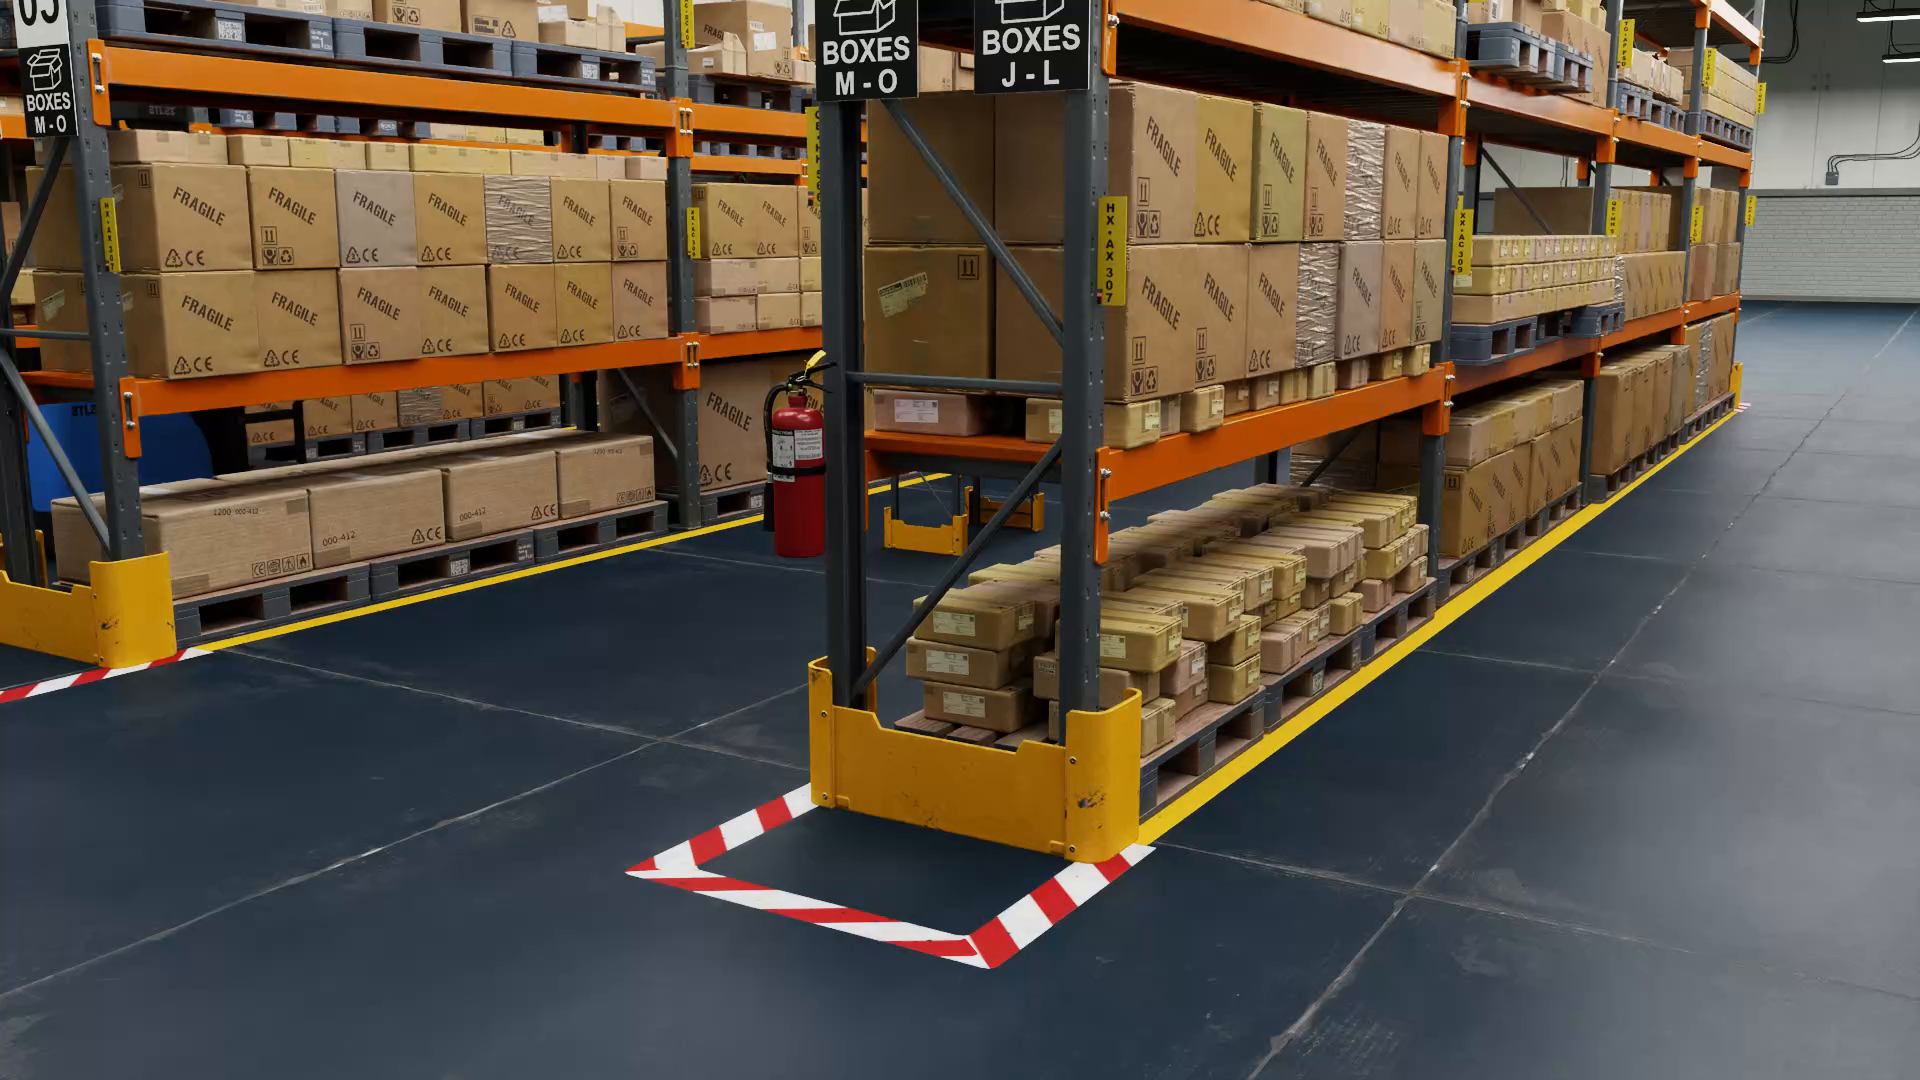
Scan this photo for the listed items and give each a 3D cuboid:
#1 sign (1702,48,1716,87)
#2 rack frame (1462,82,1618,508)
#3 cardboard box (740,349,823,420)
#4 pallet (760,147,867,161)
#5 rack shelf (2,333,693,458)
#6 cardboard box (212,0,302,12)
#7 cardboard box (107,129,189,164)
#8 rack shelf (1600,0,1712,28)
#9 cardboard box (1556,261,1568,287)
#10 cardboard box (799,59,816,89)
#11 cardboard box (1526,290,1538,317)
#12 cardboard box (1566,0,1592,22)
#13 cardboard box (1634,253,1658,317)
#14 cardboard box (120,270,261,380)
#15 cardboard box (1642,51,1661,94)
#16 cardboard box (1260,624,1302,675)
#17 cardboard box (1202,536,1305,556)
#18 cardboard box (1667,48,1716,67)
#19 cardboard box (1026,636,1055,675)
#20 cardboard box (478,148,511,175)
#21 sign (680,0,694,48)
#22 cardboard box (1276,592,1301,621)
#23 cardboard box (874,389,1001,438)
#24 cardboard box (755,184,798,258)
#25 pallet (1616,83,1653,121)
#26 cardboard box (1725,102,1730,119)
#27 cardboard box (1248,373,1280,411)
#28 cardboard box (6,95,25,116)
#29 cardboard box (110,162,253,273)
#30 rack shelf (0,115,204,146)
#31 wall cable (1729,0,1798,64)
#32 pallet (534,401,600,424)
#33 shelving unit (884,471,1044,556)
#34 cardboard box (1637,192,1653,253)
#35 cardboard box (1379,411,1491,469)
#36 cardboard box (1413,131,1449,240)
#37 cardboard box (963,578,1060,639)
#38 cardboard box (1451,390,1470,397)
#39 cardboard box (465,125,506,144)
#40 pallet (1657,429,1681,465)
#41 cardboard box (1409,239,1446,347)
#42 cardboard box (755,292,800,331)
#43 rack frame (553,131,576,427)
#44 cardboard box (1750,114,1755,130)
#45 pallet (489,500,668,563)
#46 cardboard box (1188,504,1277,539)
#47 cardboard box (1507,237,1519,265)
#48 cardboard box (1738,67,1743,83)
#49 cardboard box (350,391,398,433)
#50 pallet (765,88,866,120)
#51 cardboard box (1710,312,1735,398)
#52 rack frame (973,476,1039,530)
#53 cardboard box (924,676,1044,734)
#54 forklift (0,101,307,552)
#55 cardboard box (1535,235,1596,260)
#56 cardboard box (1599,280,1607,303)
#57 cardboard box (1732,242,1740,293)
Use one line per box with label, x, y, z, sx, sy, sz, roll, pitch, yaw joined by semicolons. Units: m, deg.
sign;6.693;-4.223;14.864;0.100;0.325;0.005;6;12;31
rack frame;4.147;-1.761;12.125;1.000;3.000;0.127;6;12;31
cardboard box;-1.497;-0.999;12.687;0.875;0.875;0.875;7;13;32
pallet;-1.883;-4.888;20.918;1.003;0.211;1.213;6;12;31
rack shelf;-3.251;-0.921;9.592;1.077;0.370;4.000;6;12;31
cardboard box;-3.528;-2.716;8.341;0.380;0.149;0.250;7;13;33
cardboard box;-3.868;-1.849;7.841;0.380;0.149;0.250;7;13;32
rack shelf;5.186;-4.474;13.356;1.077;0.370;4.000;6;12;31
cardboard box;3.478;-1.625;10.133;0.380;0.149;0.250;6;12;30
cardboard box;-0.965;-3.458;12.260;0.396;0.266;0.258;8;13;35
cardboard box;3.072;-1.356;9.499;0.380;0.149;0.250;7;12;31
cardboard box;3.906;-3.490;10.858;0.396;0.266;0.258;6;12;31
cardboard box;5.395;-2.093;13.624;0.500;0.500;0.500;6;12;30
cardboard box;-3.795;-1.057;8.093;0.500;0.500;0.500;6;12;30
cardboard box;5.238;-3.700;13.157;0.500;0.311;0.500;6;12;30
cardboard box;1.210;0.441;6.965;0.380;0.149;0.250;6;12;28
cardboard box;1.271;0.092;7.216;0.380;0.149;0.250;6;12;31
cardboard box;6.704;-4.413;15.243;0.380;0.149;0.250;7;12;31
cardboard box;0.206;0.399;6.382;0.380;0.149;0.250;6;12;29
cardboard box;-2.818;-2.175;9.582;0.380;0.149;0.250;6;12;29
sign;-1.737;-3.304;10.593;0.100;0.325;0.005;6;12;31
cardboard box;1.264;0.234;7.264;0.380;0.149;0.250;7;13;33
cardboard box;-0.078;-0.458;5.845;0.380;0.149;0.250;6;12;31
cardboard box;-1.498;-2.254;11.769;0.500;0.500;0.500;6;12;30
pallet;4.436;-3.249;12.434;1.213;0.211;1.003;7;13;33
cardboard box;7.363;-4.222;16.387;0.380;0.149;0.250;6;12;31
cardboard box;1.056;-0.611;6.662;0.380;0.149;0.250;6;12;30
cardboard box;-6.963;-3.172;12.191;0.380;0.149;0.250;7;13;33
cardboard box;-3.797;-1.549;8.002;0.500;0.500;0.500;6;12;29
rack shelf;-7.495;-2.869;11.846;1.077;0.370;4.000;6;12;31
wall cable;21.834;-14.568;46.584;3.097;2.526;0.112;6;12;31
pallet;-3.919;-1.447;18.024;1.003;0.211;1.213;6;12;31
shelving unit;0.040;-0.749;10.795;0.587;1.500;1.083;6;12;31
cardboard box;5.443;-2.692;14.106;0.700;0.500;0.500;6;12;31
cardboard box;2.680;-0.569;9.373;0.500;0.250;0.500;6;12;28
cardboard box;2.058;-1.719;8.103;0.500;0.500;0.500;6;12;29
cardboard box;0.232;0.258;6.329;0.380;0.149;0.250;7;13;32
cardboard box;3.051;-0.866;10.956;0.500;0.250;0.500;6;12;31
cardboard box;-4.699;-3.909;15.856;0.500;0.250;0.500;6;12;31
pallet;5.888;-0.891;15.055;1.003;0.211;1.213;6;12;31
cardboard box;2.061;-1.224;8.177;0.500;0.500;0.500;6;12;31
cardboard box;-1.491;-1.641;11.890;0.500;0.250;0.500;6;12;29
rack frame;-4.380;-2.692;17.096;1.000;3.000;0.127;6;12;31
cardboard box;8.418;-4.541;18.092;0.380;0.149;0.250;6;12;31
pallet;-2.674;-0.106;10.863;1.003;0.211;1.213;6;12;31
cardboard box;1.316;-0.070;8.080;0.380;0.149;0.250;6;12;29
cardboard box;2.808;-1.570;9.028;0.380;0.149;0.250;7;13;32
cardboard box;7.755;-4.732;16.947;0.380;0.149;0.250;6;12;30
cardboard box;-5.482;-1.258;15.088;0.500;0.500;0.500;6;12;29
pallet;-1.003;-3.317;12.798;1.003;0.211;1.213;7;13;33
cardboard box;8.005;-2.068;18.399;0.875;0.875;0.875;6;12;31
rack frame;0.308;-0.831;11.229;0.500;1.500;0.032;6;12;31
cardboard box;0.089;0.589;6.176;0.380;0.149;0.250;7;12;32
forklift;-5.123;-1.578;11.334;1.130;2.935;3.031;6;12;28
cardboard box;3.881;-1.893;10.753;0.380;0.149;0.250;7;13;32
cardboard box;4.154;-1.684;11.253;0.380;0.149;0.250;6;12;31
cardboard box;8.147;-3.030;18.497;0.875;0.550;0.550;6;12;31
